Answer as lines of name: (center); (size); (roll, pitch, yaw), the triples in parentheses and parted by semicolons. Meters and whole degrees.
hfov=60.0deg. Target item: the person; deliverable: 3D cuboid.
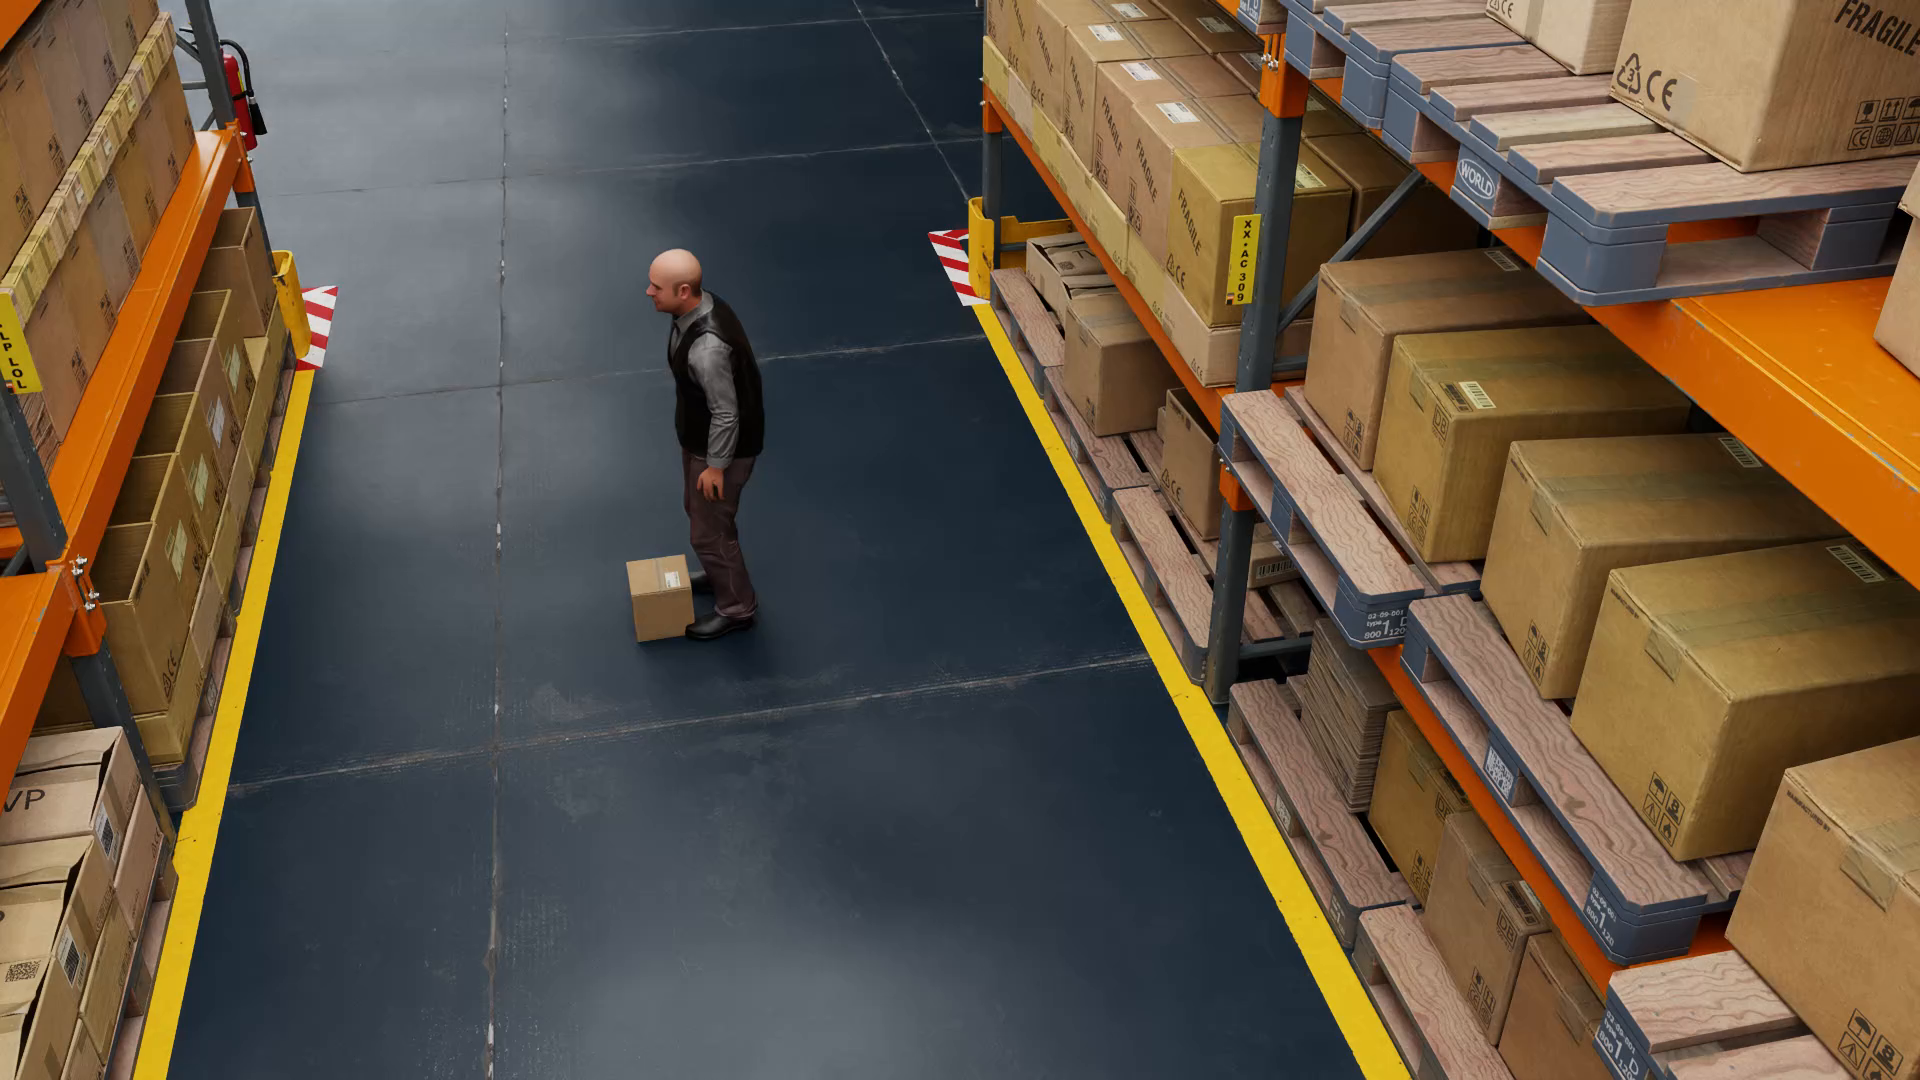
person: (-1.003, -0.395, 6.746); (0.416, 1.722, 0.594); (-9, 35, -13)
